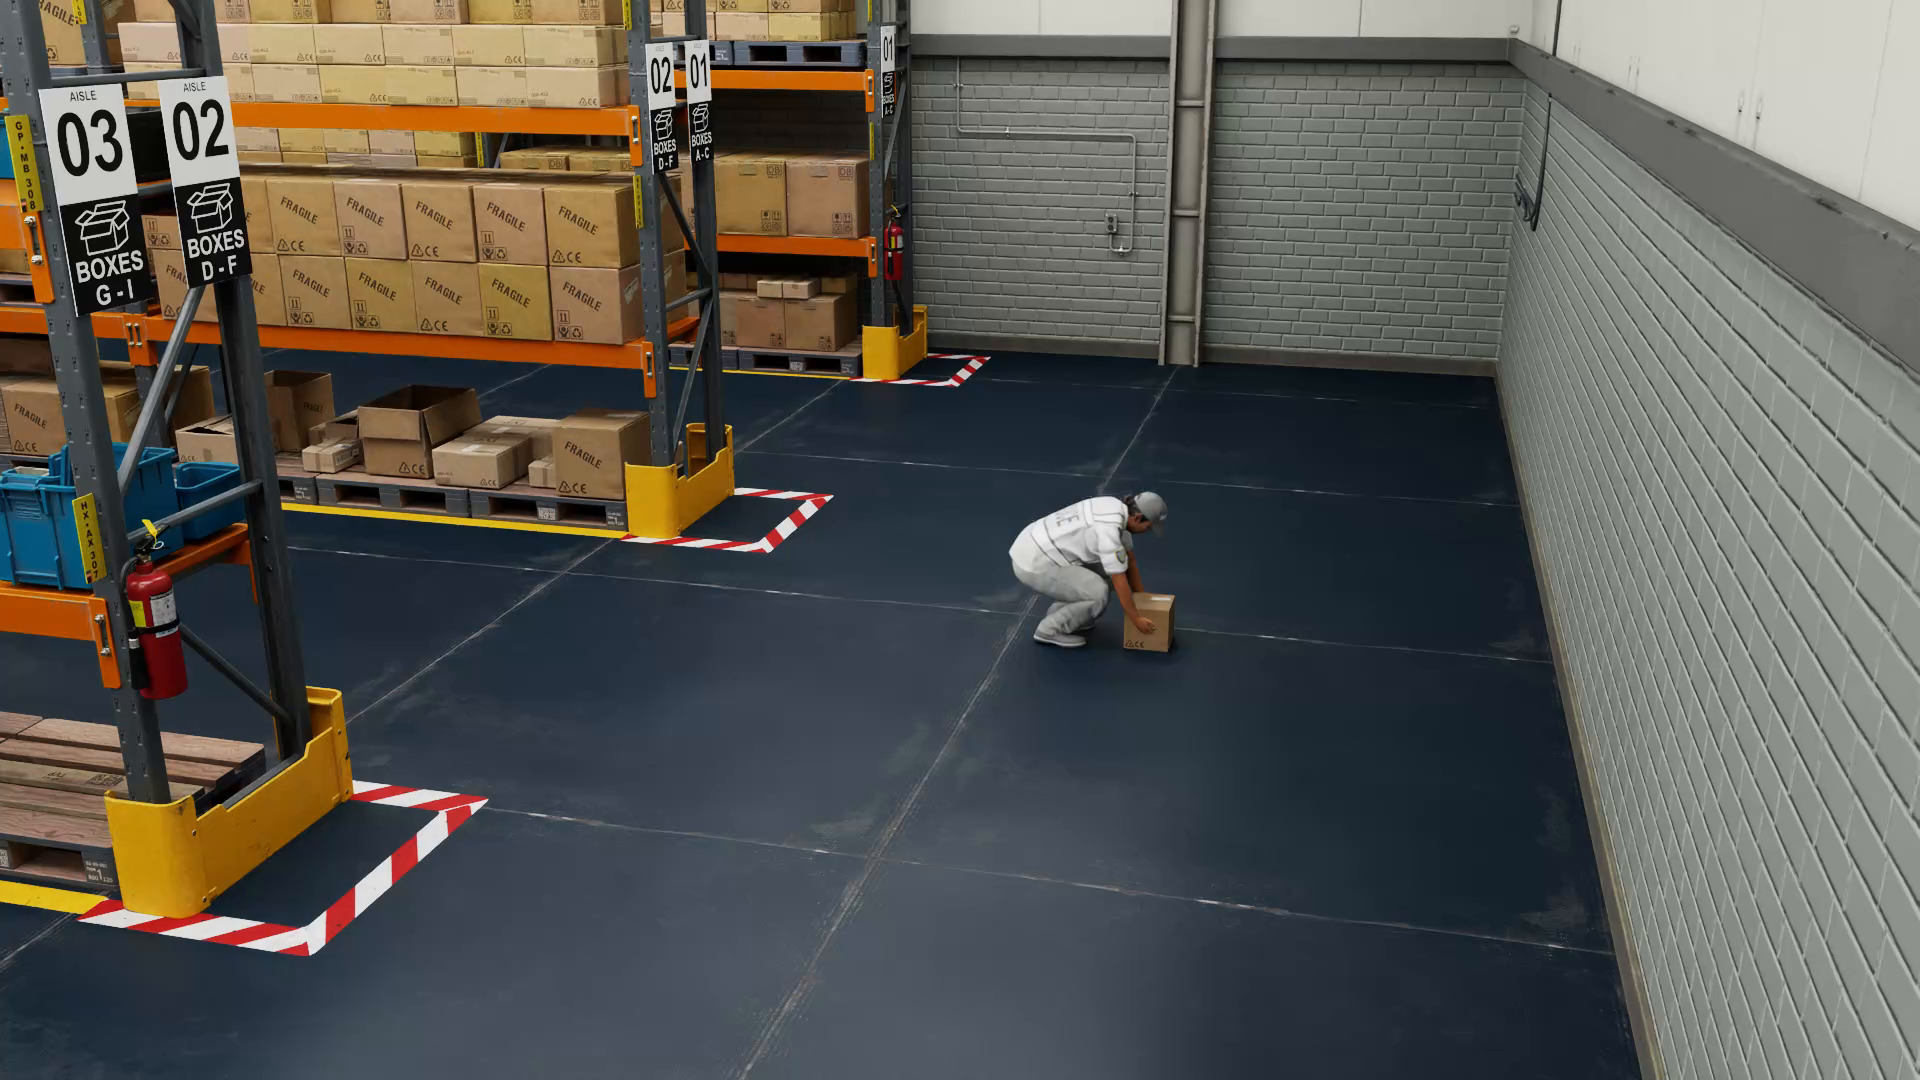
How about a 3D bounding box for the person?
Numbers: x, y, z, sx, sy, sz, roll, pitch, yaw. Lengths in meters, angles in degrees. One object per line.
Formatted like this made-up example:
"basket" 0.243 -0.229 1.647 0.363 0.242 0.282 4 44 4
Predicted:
"person" 0.721 0.141 9.399 0.863 0.874 0.523 5 19 13
